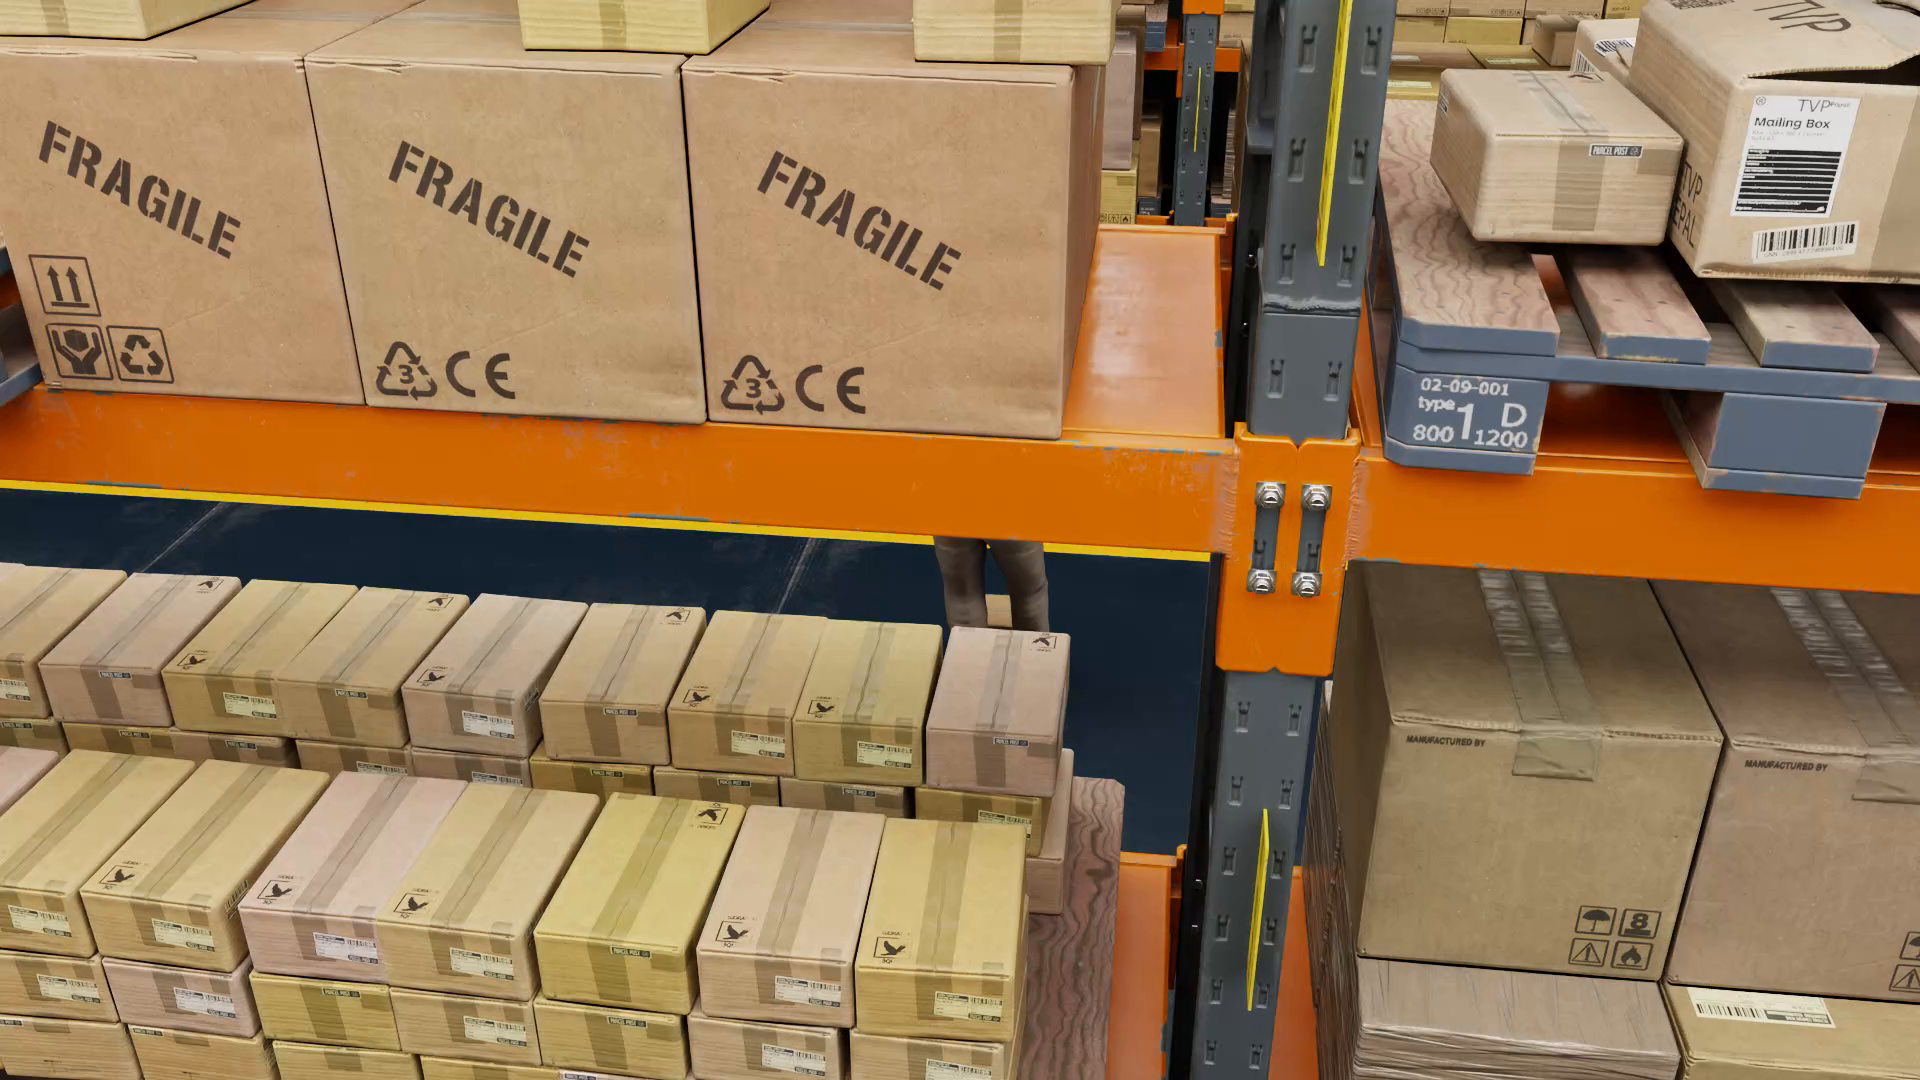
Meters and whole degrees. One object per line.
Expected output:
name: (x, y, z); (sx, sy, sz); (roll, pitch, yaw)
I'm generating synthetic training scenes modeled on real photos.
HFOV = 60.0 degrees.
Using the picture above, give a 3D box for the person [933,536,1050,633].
person: (0.111, -0.169, 6.435); (0.641, 1.727, 0.534); (3, 28, 6)
